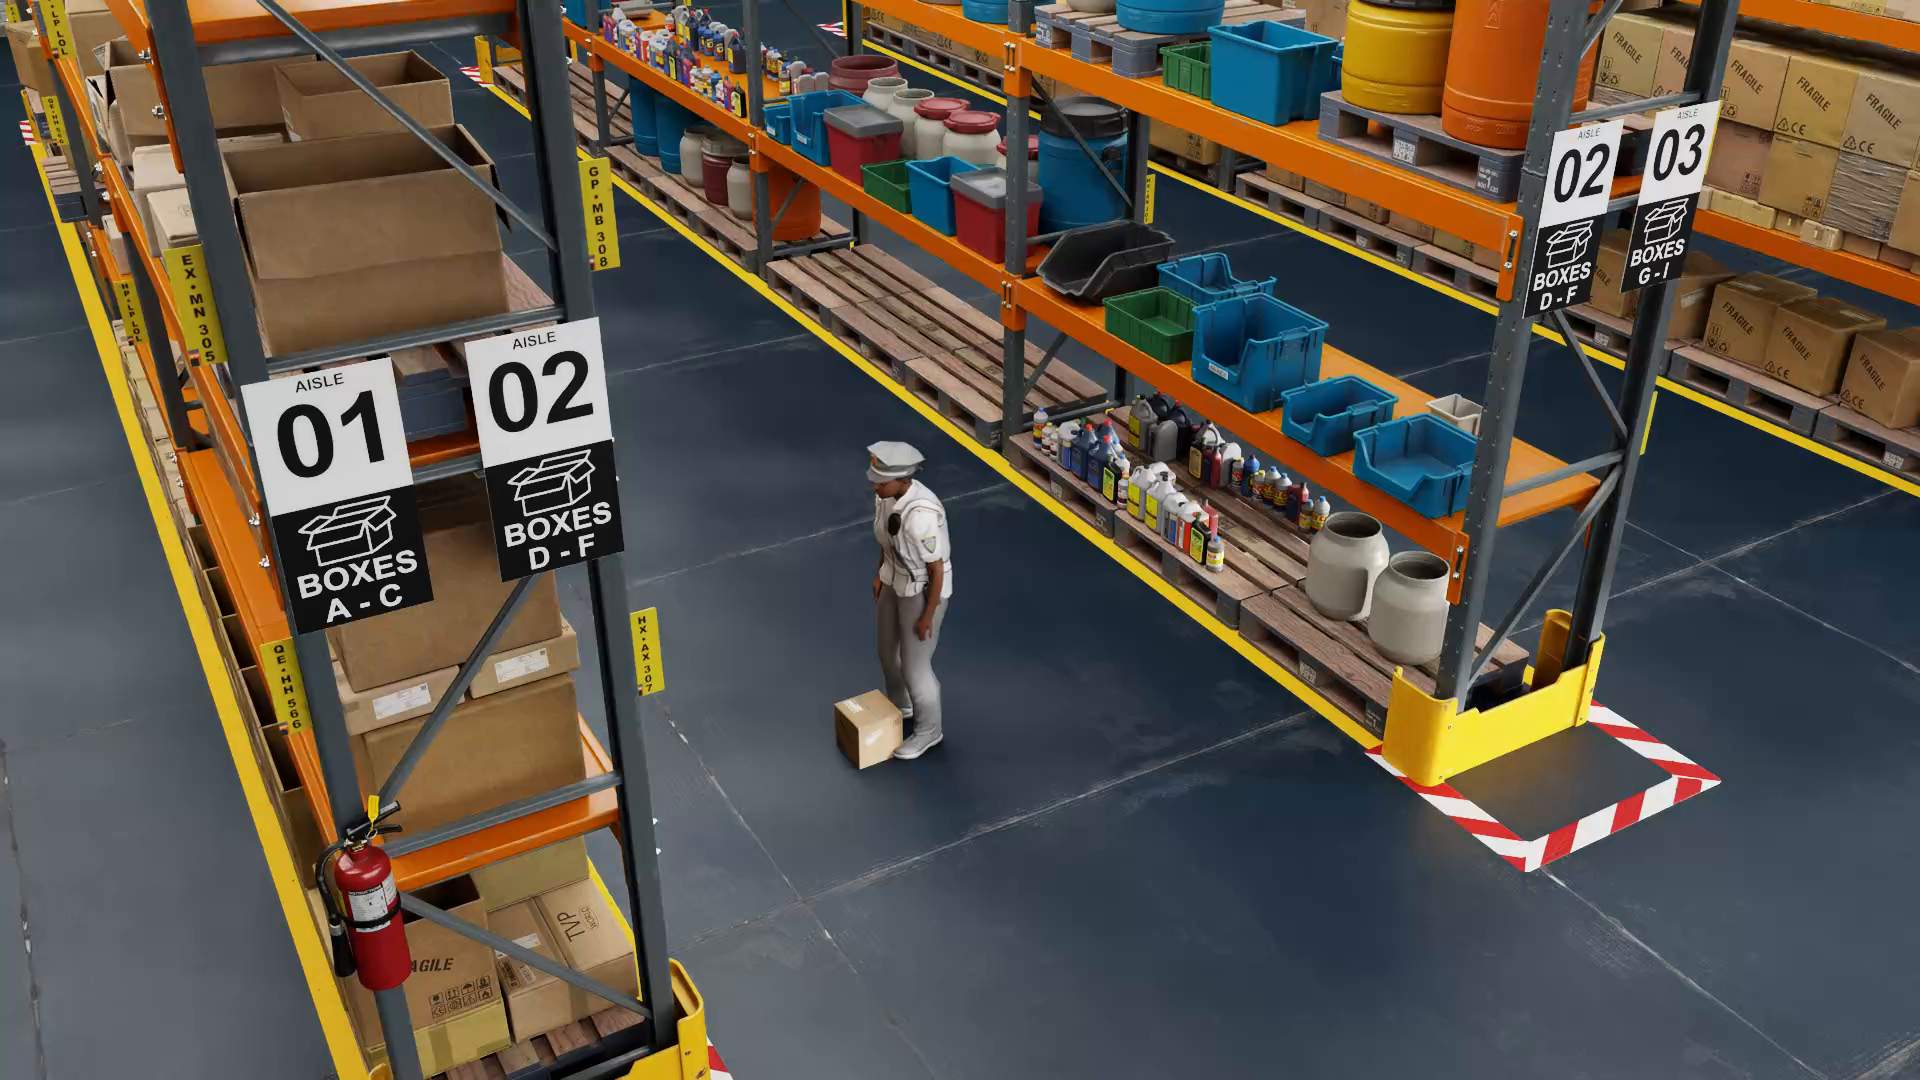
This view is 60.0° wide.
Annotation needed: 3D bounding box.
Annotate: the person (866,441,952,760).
[{"bbox_3d":[-0.262,0.269,8.076,0.400,1.657,0.517,-17,33,-27],"label":"person"}]
